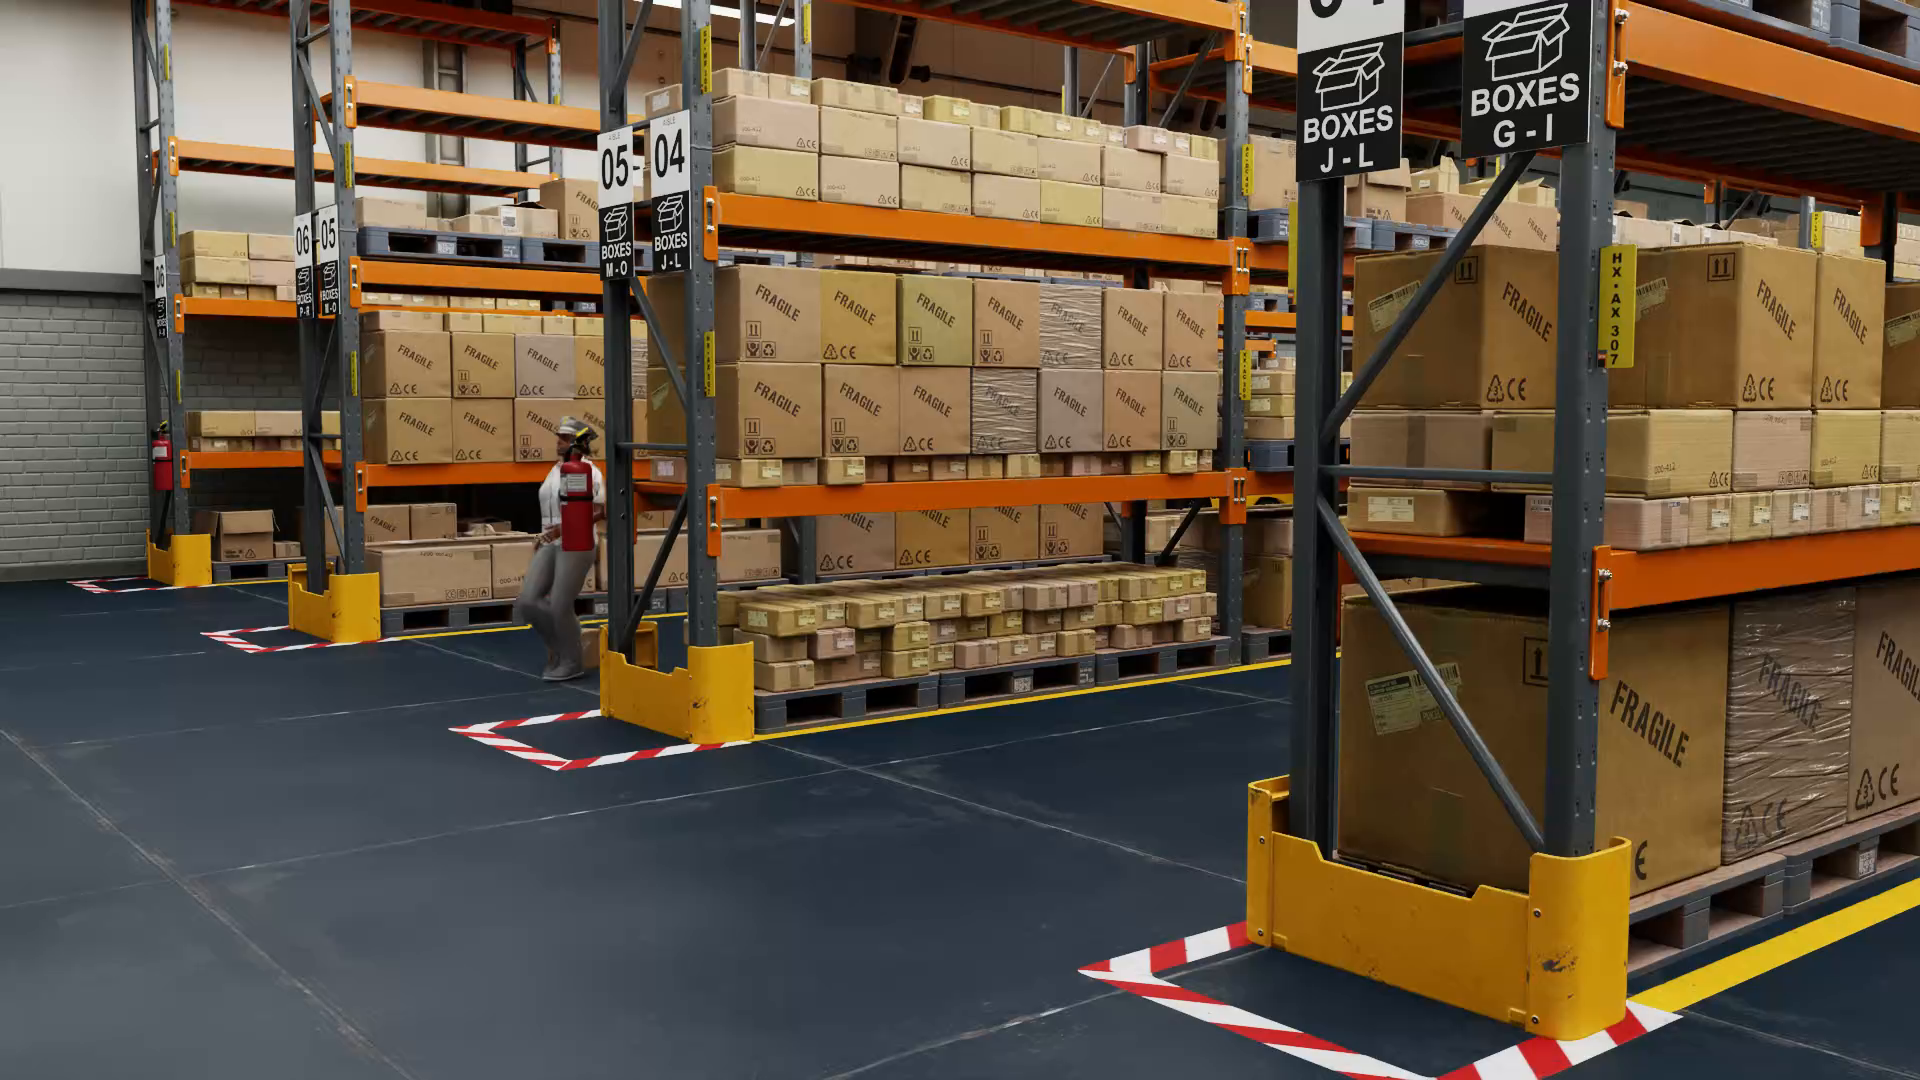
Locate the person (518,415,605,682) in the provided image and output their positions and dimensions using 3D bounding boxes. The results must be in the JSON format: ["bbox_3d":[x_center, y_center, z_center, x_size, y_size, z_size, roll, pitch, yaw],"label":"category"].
[{"bbox_3d":[-2.510,0.058,10.480,0.591,1.680,0.508,3,6,38],"label":"person"}]
